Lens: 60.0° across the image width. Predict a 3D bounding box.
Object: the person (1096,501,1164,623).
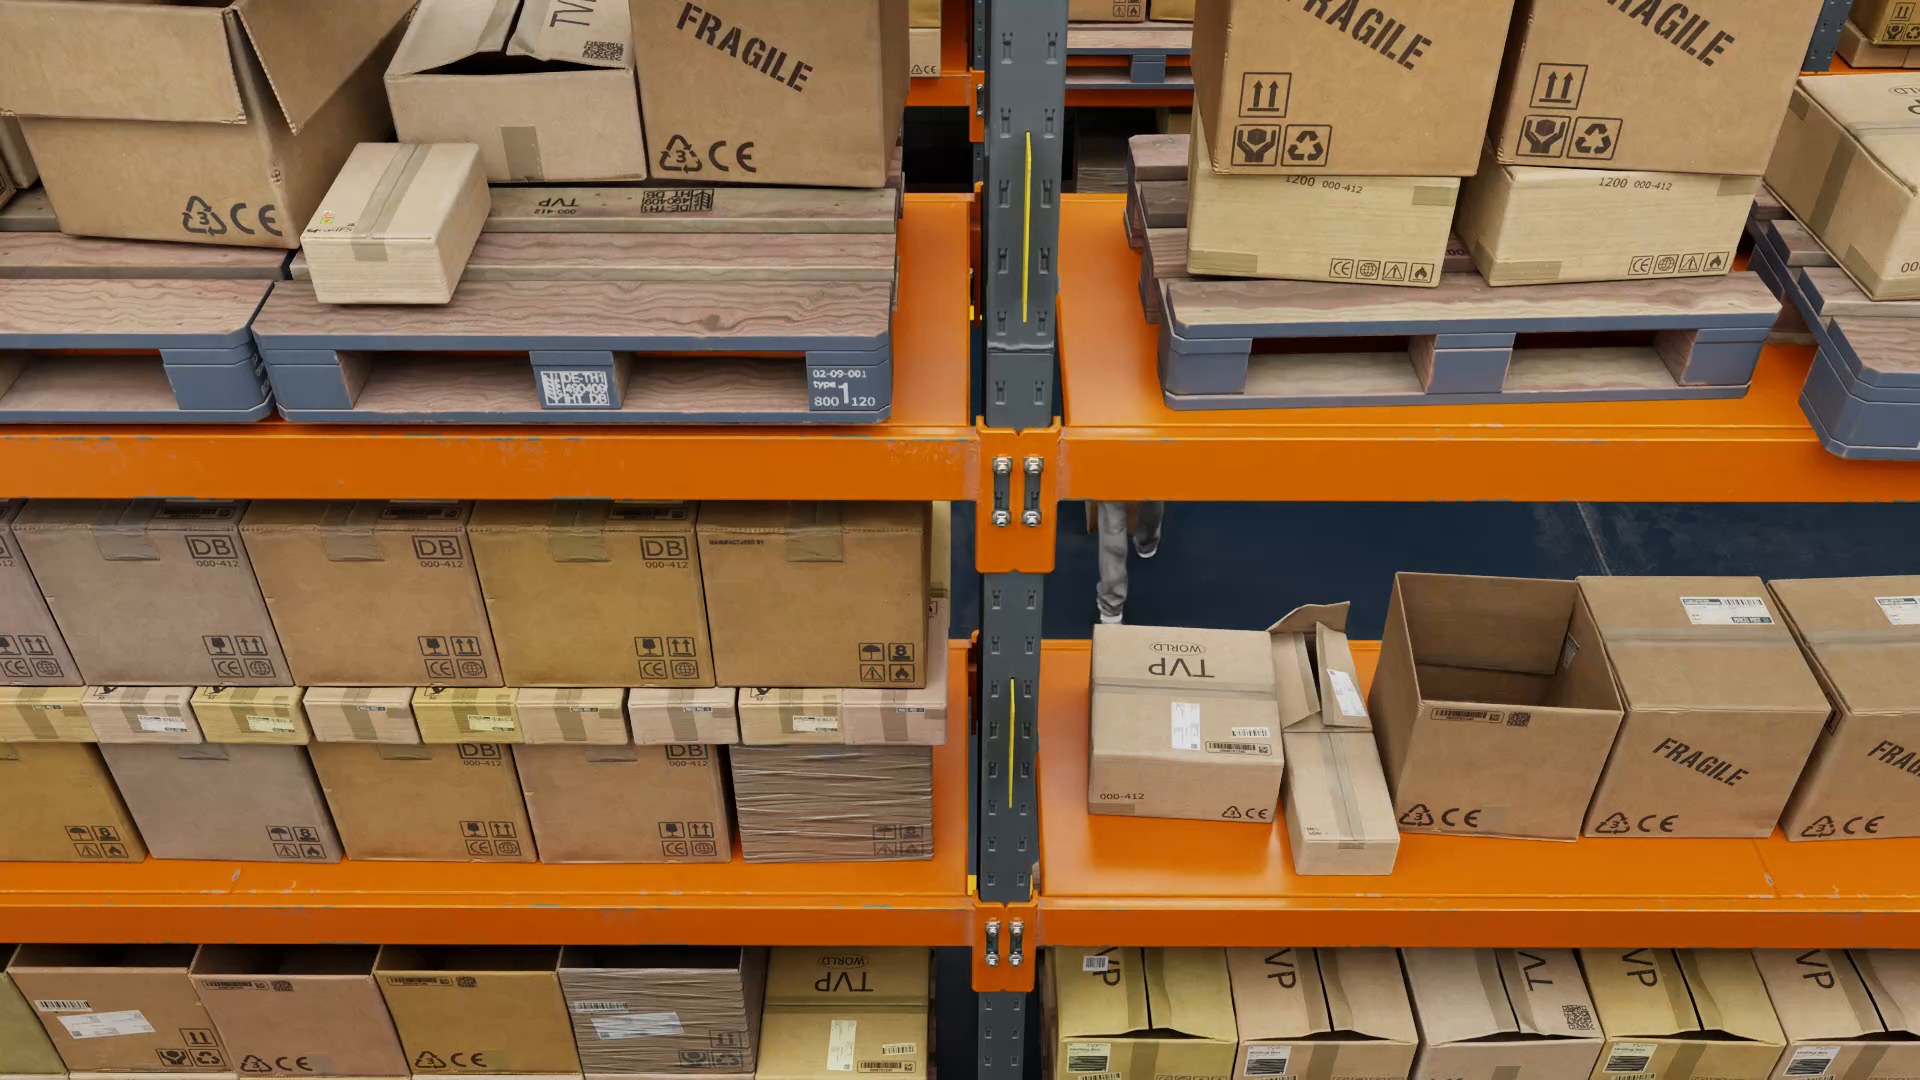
[{"bbox_3d":[0.701,-0.447,6.704,0.417,1.577,0.748,0,40,0],"label":"person"}]
